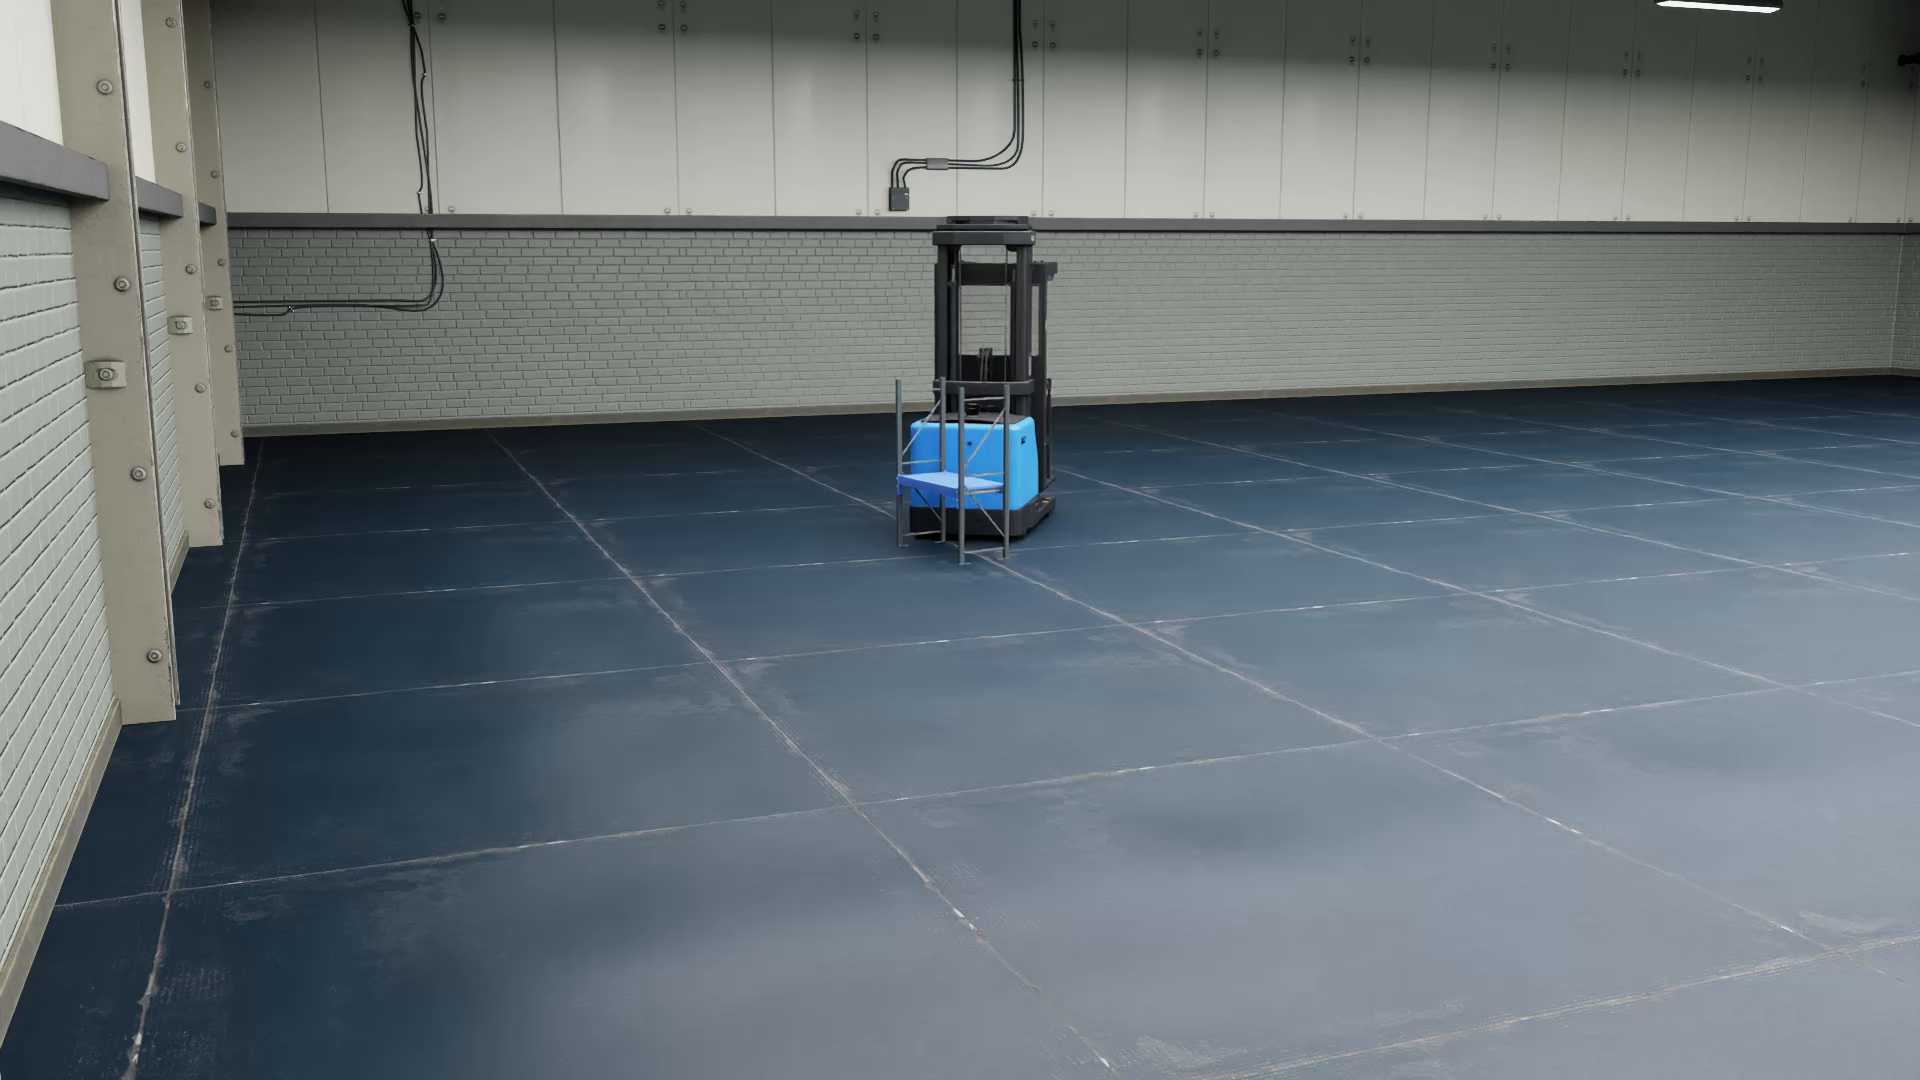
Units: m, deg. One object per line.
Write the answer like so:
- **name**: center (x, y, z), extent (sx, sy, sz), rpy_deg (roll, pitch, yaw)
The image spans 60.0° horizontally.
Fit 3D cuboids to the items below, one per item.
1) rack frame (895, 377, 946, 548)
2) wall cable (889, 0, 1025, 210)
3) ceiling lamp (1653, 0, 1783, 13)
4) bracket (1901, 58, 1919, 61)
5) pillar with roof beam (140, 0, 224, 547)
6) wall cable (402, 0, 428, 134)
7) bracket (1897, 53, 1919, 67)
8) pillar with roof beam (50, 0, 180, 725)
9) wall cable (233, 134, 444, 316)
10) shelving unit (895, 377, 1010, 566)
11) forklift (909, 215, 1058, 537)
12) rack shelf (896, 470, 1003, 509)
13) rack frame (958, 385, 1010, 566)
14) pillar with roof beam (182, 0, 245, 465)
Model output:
- **rack frame**: center (-0.350, -0.696, 14.882), extent (0.500, 1.500, 0.032), rpy_deg (-6, 12, -32)
- **wall cable**: center (-0.021, -8.225, 26.084), extent (2.305, 6.003, 0.169), rpy_deg (-4, 11, -21)
- **ceiling lamp**: center (10.254, -8.848, 22.627), extent (2.000, 3.185, 0.800), rpy_deg (-4, 11, -21)
- **bracket**: center (19.193, -9.493, 32.644), extent (0.076, 0.066, 3.189), rpy_deg (-4, 11, -21)
- **pillar with roof beam**: center (-2.854, -4.680, 15.864), extent (9.100, 9.000, 0.400), rpy_deg (-4, 11, -21)
- **wall cable**: center (-6.354, -7.080, 23.804), extent (3.097, 2.526, 0.112), rpy_deg (-4, 11, -21)
- **bracket**: center (18.979, -9.589, 33.186), extent (0.235, 0.232, 0.430), rpy_deg (-4, 11, -21)
- **pillar with roof beam**: center (-0.679, -3.700, 10.358), extent (9.100, 9.000, 0.400), rpy_deg (-4, 11, -21)
- **wall cable**: center (-8.875, -4.422, 23.281), extent (3.097, 2.526, 0.112), rpy_deg (-4, 11, -21)
- **shelving unit**: center (-0.074, -0.622, 14.462), extent (0.538, 1.500, 1.048), rpy_deg (-6, 12, -32)
- **forklift**: center (0.347, -1.682, 16.335), extent (1.130, 2.935, 3.031), rpy_deg (2, 10, 12)
- **rack shelf**: center (-0.074, -0.445, 14.494), extent (0.538, 0.185, 1.000), rpy_deg (-6, 12, -32)
- **rack frame**: center (0.202, -0.547, 14.042), extent (0.500, 1.500, 0.032), rpy_deg (-6, 12, -32)
- **pillar with roof beam**: center (-5.028, -5.659, 21.370), extent (9.100, 9.000, 0.400), rpy_deg (-4, 11, -21)
